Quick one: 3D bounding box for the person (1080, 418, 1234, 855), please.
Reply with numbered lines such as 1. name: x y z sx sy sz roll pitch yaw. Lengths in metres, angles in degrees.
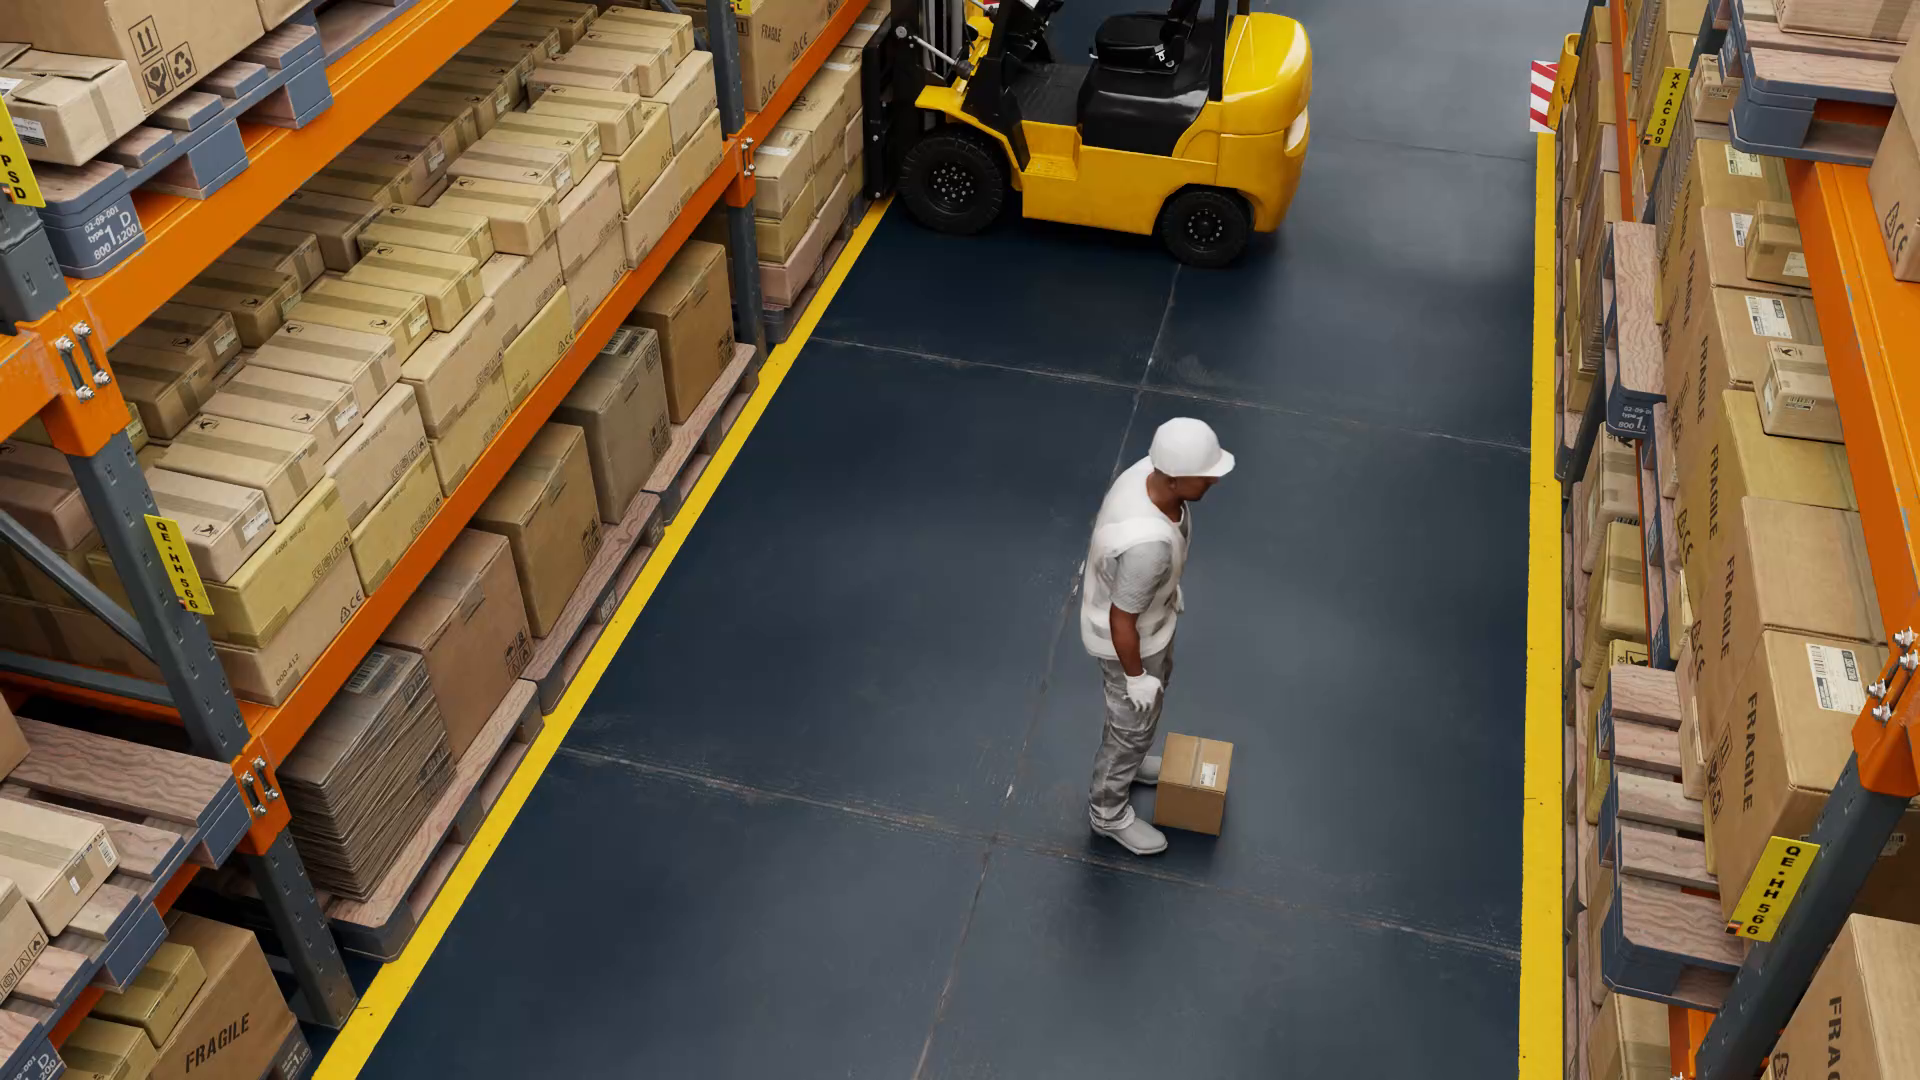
1. person: 0.648 0.310 5.787 0.446 1.775 0.617 10 42 12
